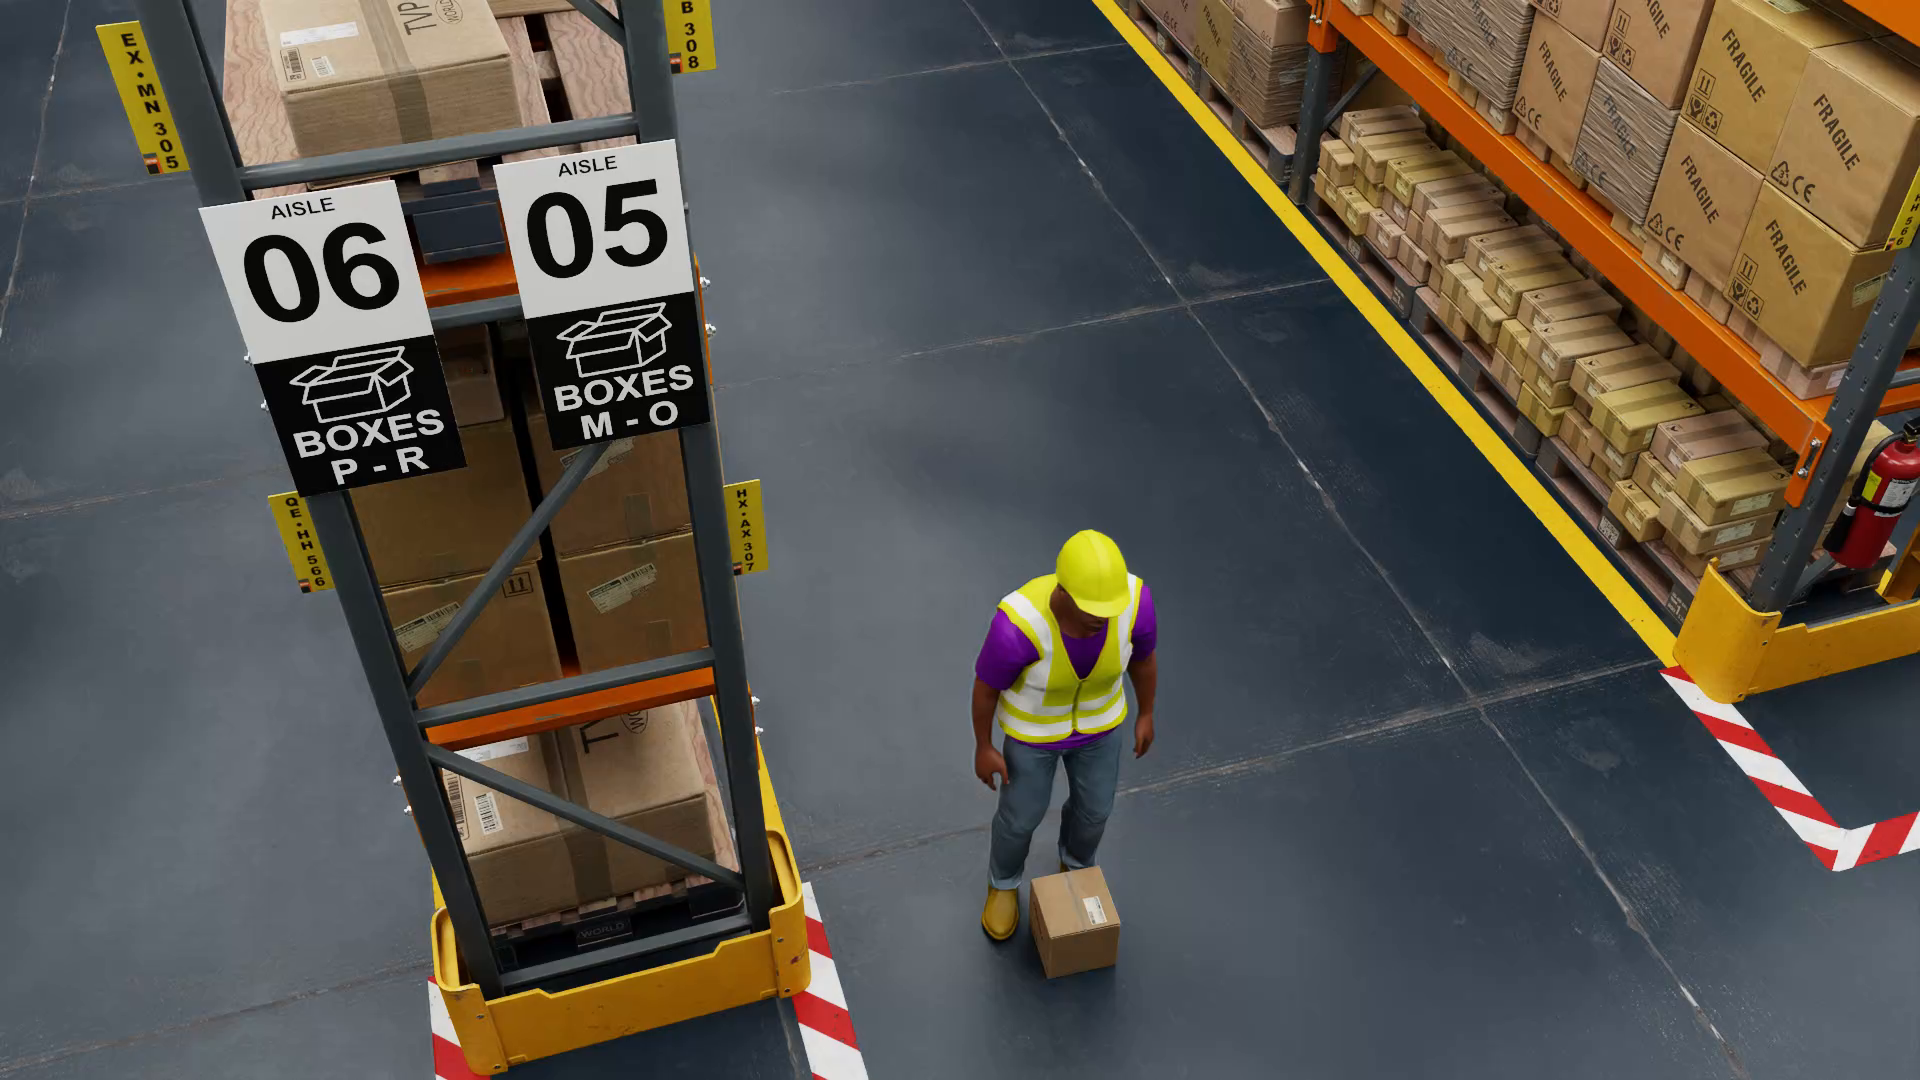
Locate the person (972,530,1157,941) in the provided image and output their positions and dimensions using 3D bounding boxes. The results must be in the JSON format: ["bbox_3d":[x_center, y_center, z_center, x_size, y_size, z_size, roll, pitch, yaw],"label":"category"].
[{"bbox_3d":[0.348,0.624,5.454,0.633,1.759,0.461,-10,43,-11],"label":"person"}]
